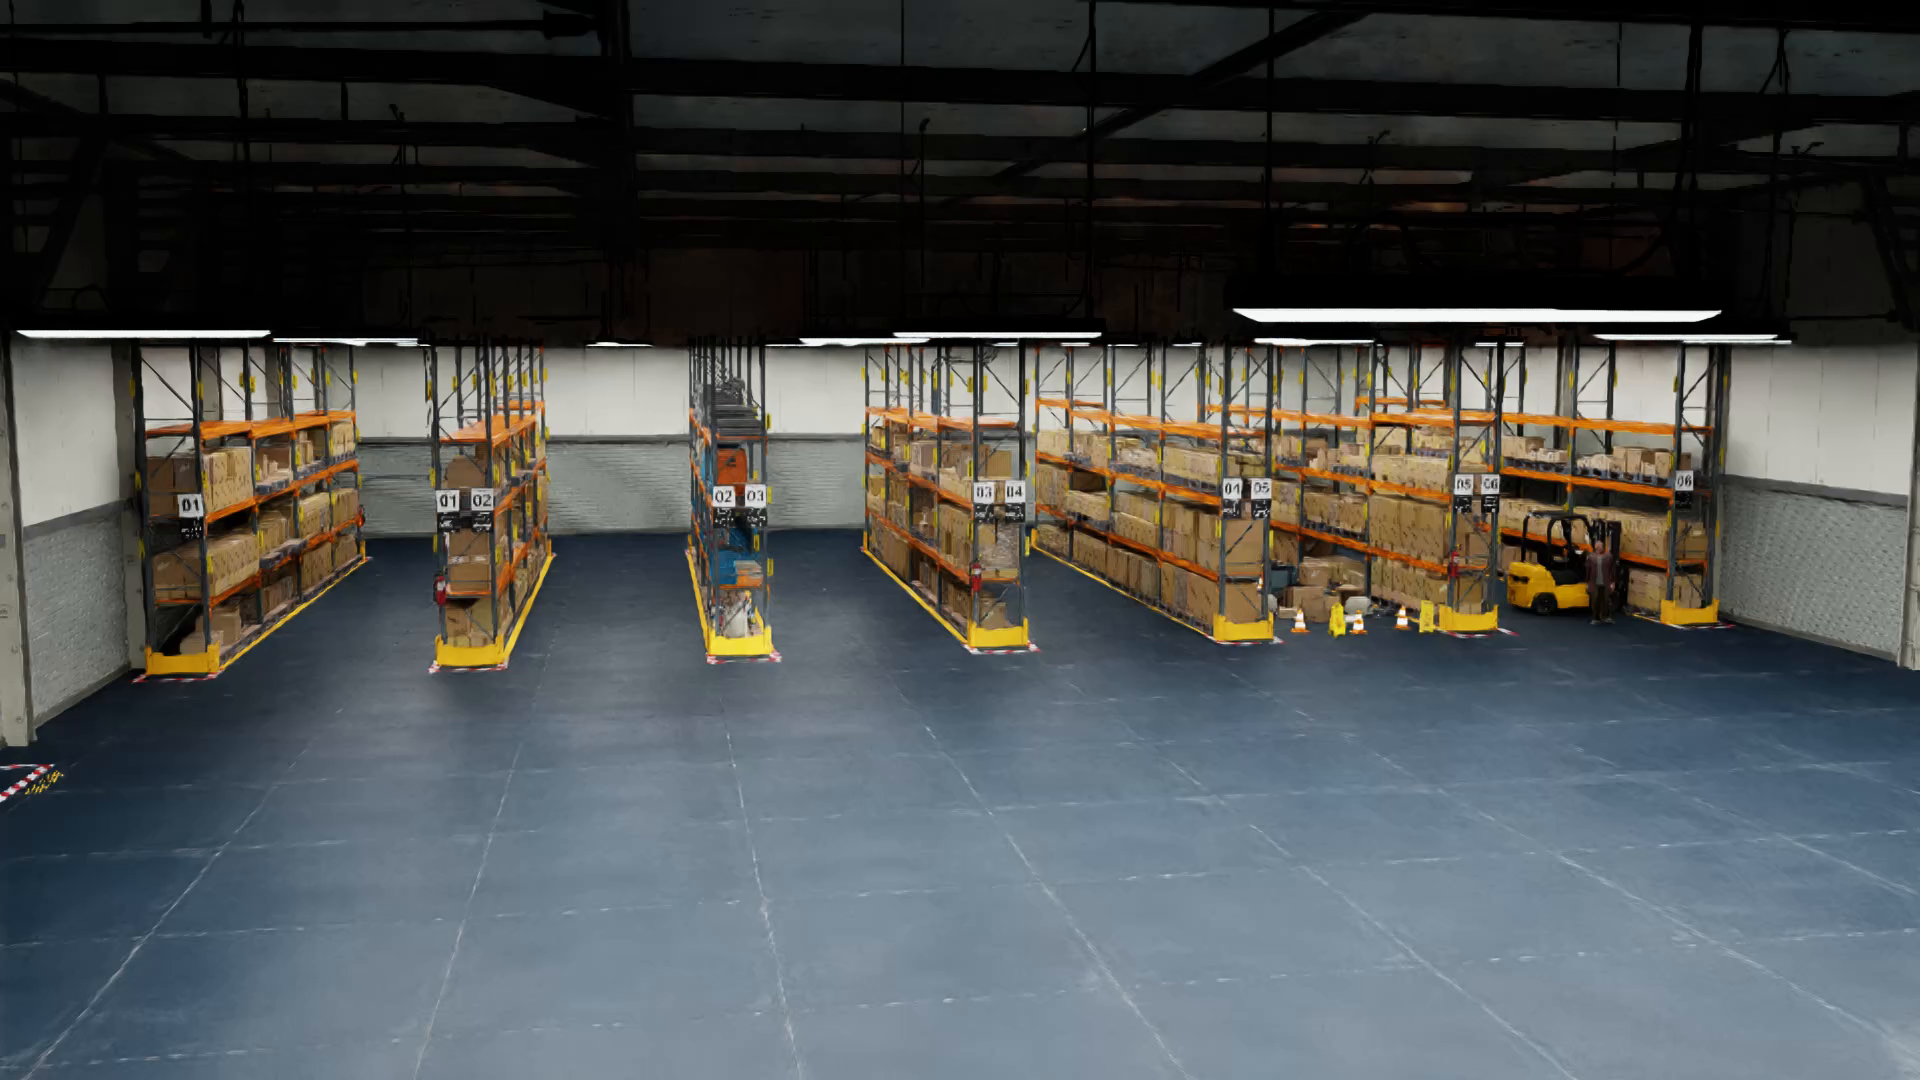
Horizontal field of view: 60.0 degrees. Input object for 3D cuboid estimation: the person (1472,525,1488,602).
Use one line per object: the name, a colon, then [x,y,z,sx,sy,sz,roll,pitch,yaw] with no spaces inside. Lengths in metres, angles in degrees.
person: [11.753,0.518,37.866,0.584,1.723,0.654,2,7,20]

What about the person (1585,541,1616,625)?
person: [13.365,0.882,34.683,0.611,1.768,0.632,3,7,25]

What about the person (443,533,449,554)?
person: [-12.694,0.103,41.666,0.577,1.691,1.121,-1,7,-8]
